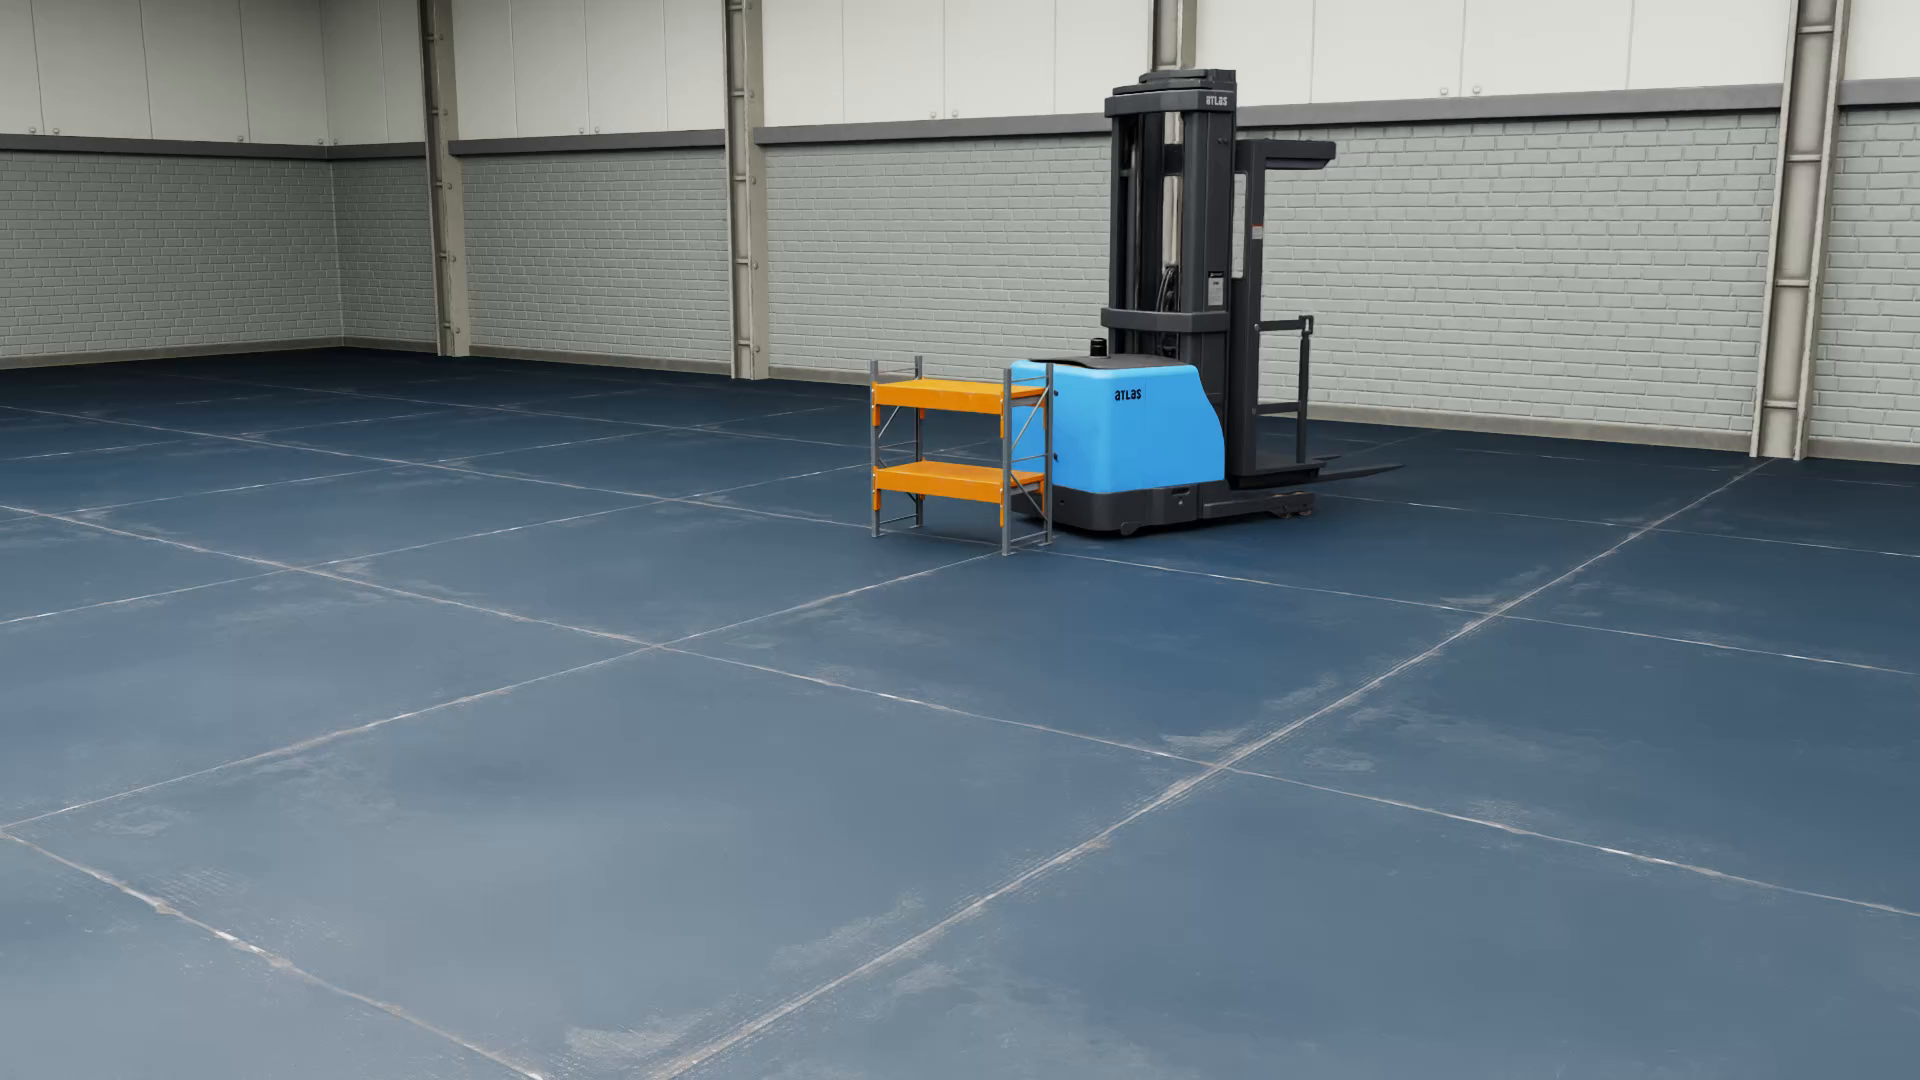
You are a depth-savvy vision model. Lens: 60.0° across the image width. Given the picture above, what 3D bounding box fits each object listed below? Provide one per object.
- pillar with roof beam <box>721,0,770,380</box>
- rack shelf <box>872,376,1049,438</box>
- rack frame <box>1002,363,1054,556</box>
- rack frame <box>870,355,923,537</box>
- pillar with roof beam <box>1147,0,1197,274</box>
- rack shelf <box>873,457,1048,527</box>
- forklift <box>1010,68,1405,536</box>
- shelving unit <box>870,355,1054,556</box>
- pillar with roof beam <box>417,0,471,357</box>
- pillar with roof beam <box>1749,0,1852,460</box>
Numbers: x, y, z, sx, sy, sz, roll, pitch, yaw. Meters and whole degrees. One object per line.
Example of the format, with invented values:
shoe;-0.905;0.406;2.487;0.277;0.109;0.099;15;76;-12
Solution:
pillar with roof beam;-5.218;-5.824;16.945;0.400;9.000;9.100;8;13;36
rack shelf;0.005;-0.839;10.363;1.000;0.278;0.538;8;13;36
rack frame;0.415;-0.494;10.124;0.032;1.125;0.500;8;13;36
rack frame;-0.404;-0.609;10.714;0.032;1.125;0.500;8;13;36
pillar with roof beam;-0.382;-5.150;13.458;0.400;9.000;9.100;8;13;36
rack shelf;0.005;-0.311;10.465;1.000;0.278;0.538;8;13;36
forklift;1.827;-1.659;11.390;3.031;2.935;1.130;-7;13;-33
shelving unit;0.005;-0.552;10.419;1.048;1.125;0.538;8;13;36
pillar with roof beam;-10.054;-6.499;20.432;0.400;9.000;9.100;8;13;36
pillar with roof beam;4.454;-4.475;9.971;0.400;9.000;9.100;8;13;36
